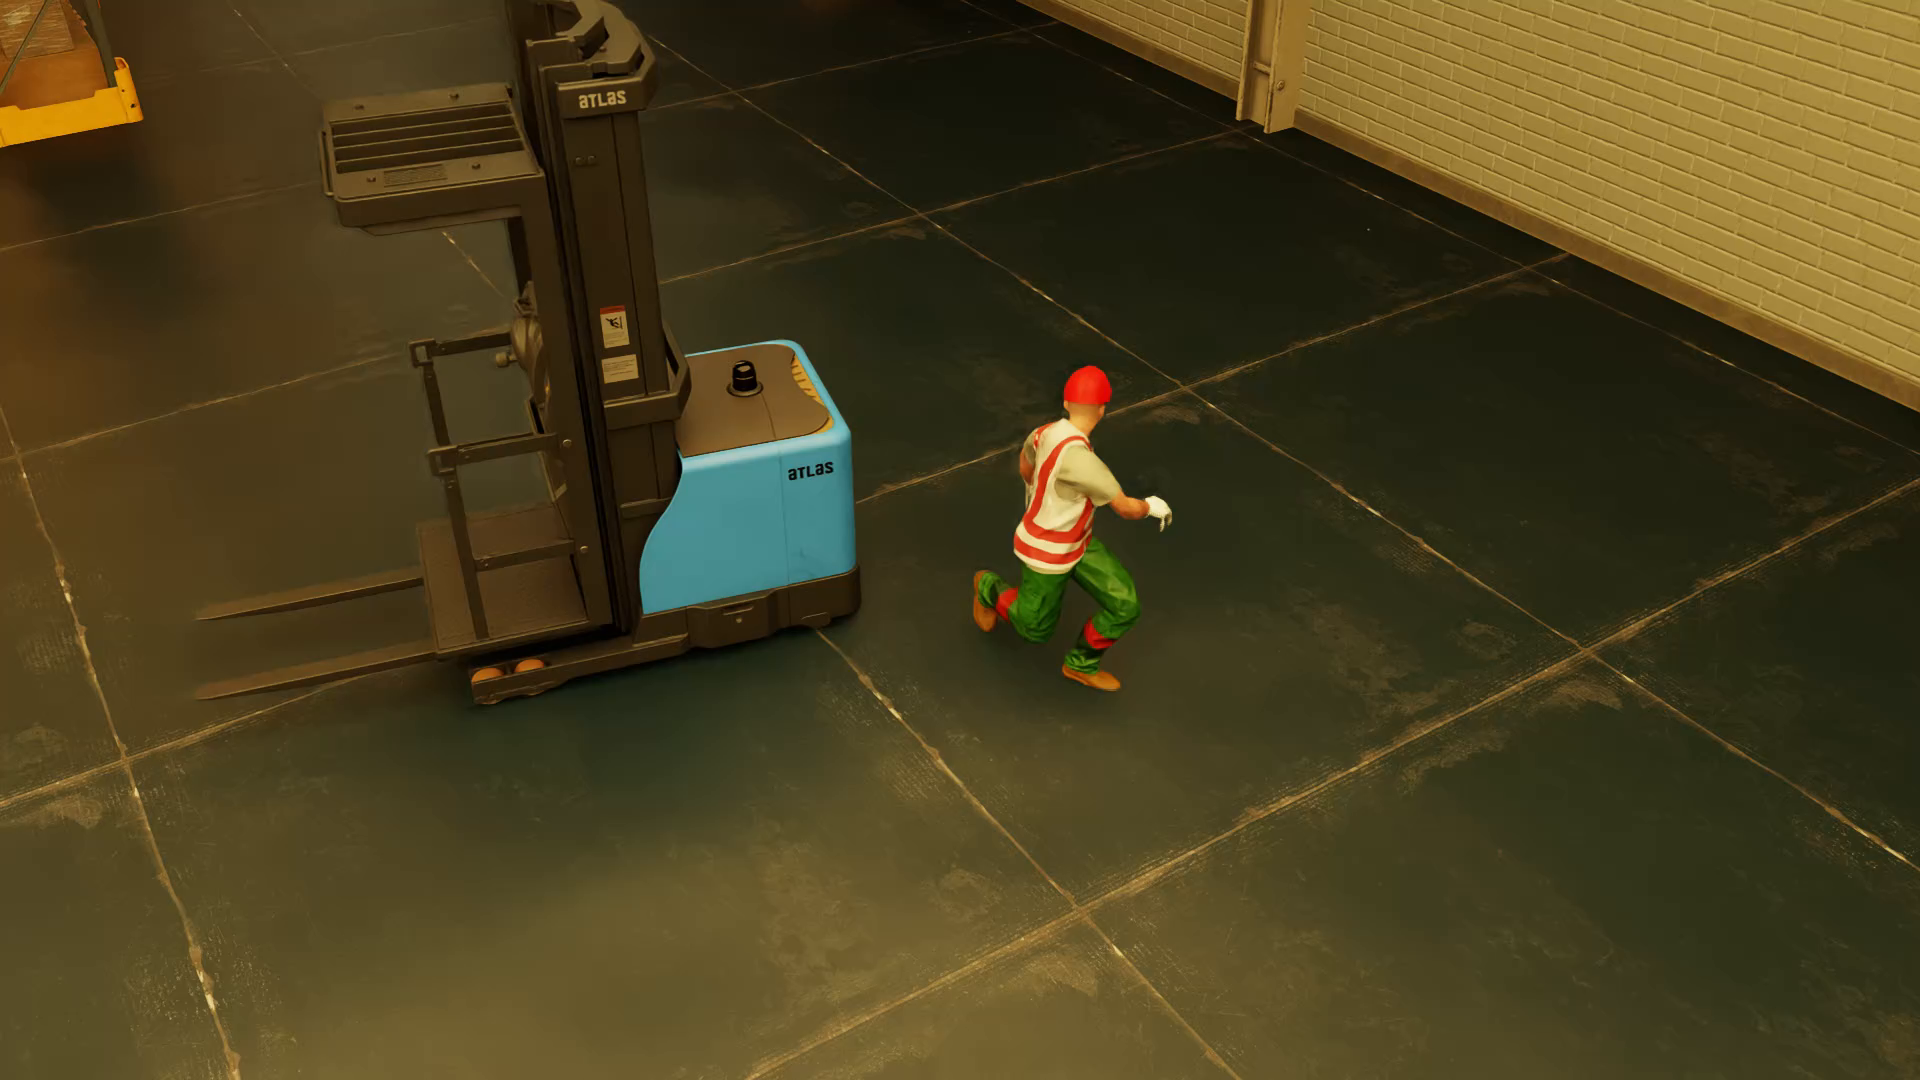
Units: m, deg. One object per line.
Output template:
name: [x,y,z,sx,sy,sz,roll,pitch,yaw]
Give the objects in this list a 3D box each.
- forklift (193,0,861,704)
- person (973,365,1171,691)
forklift: [-2.057,-0.789,7.271,3.031,2.935,1.130,-12,37,-16]
person: [0.460,-0.075,7.510,0.931,1.548,0.663,17,39,23]
